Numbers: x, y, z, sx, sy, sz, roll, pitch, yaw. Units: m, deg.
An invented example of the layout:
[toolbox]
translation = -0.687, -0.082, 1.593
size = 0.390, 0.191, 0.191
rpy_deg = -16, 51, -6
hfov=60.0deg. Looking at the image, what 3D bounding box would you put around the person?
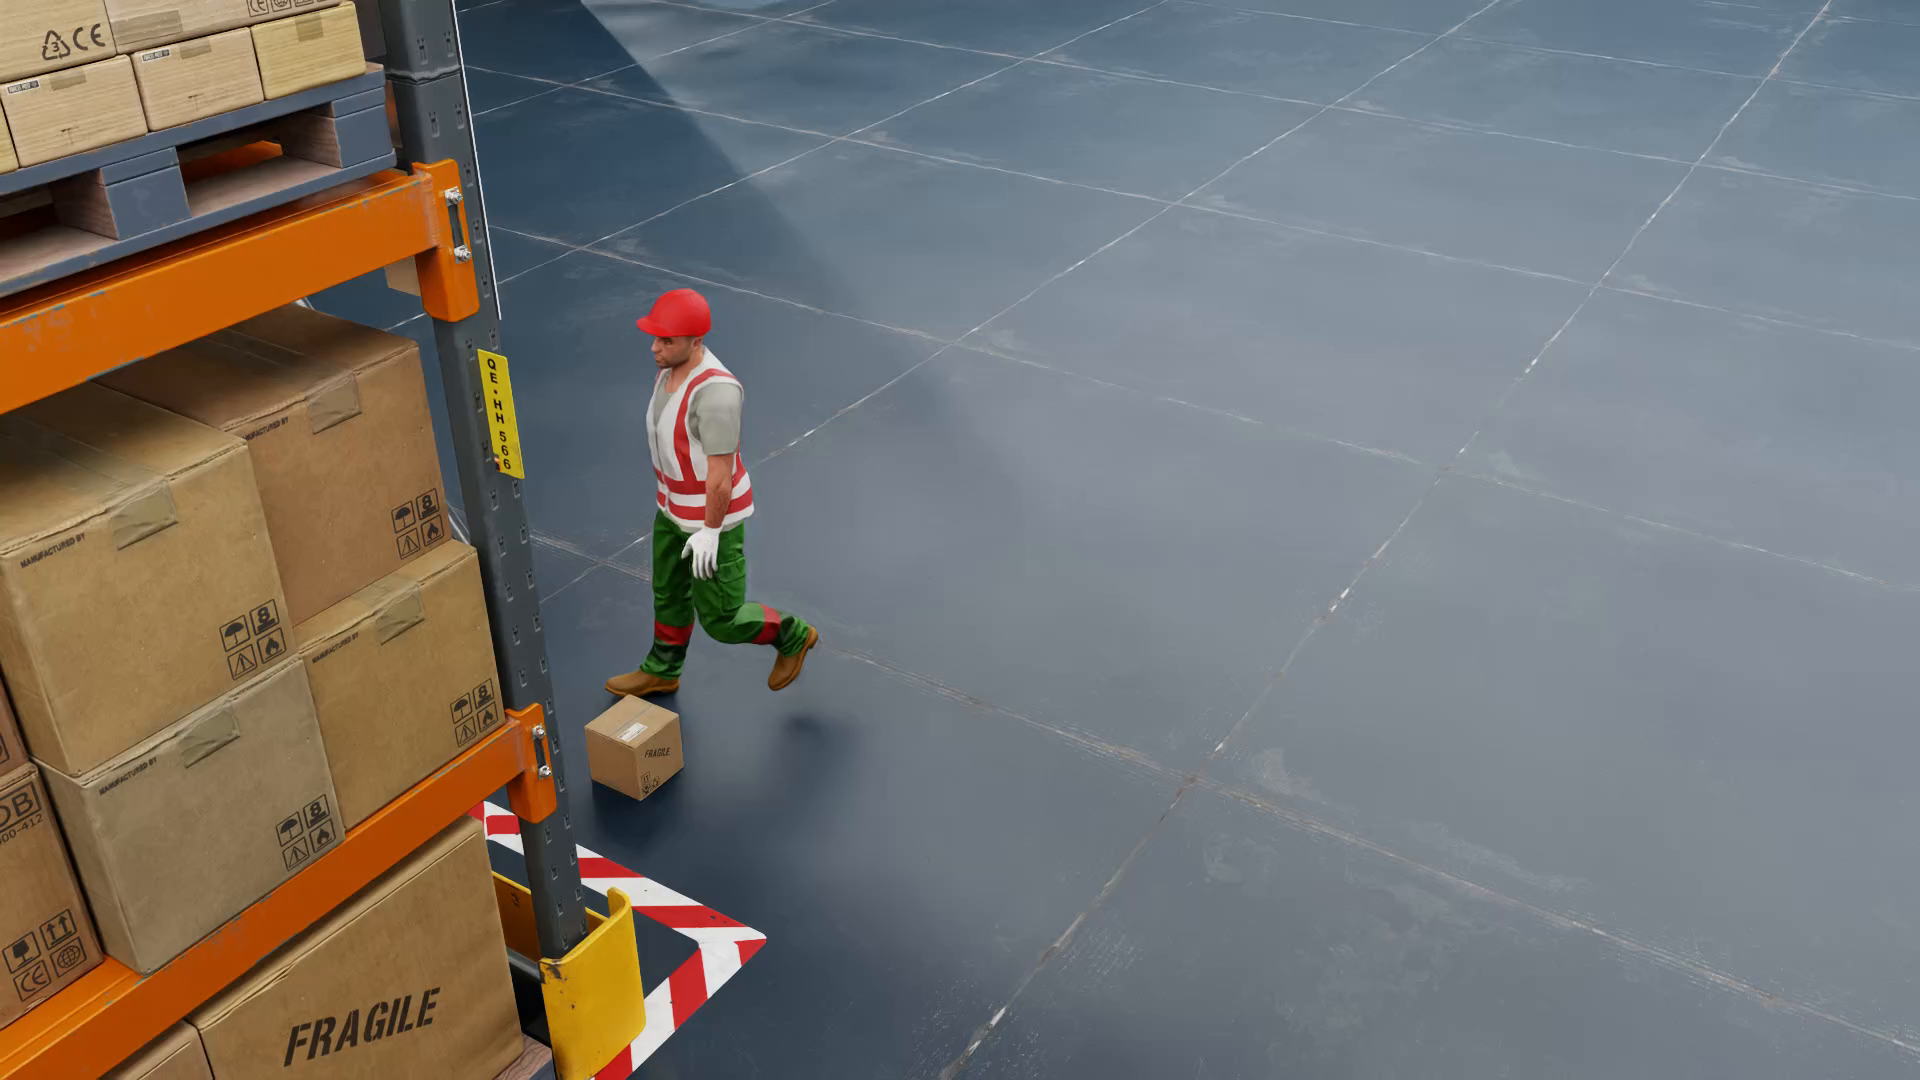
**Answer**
[person]
translation = -0.974, -0.128, 6.309
size = 0.750, 1.780, 0.625
rpy_deg = -20, 36, -31
